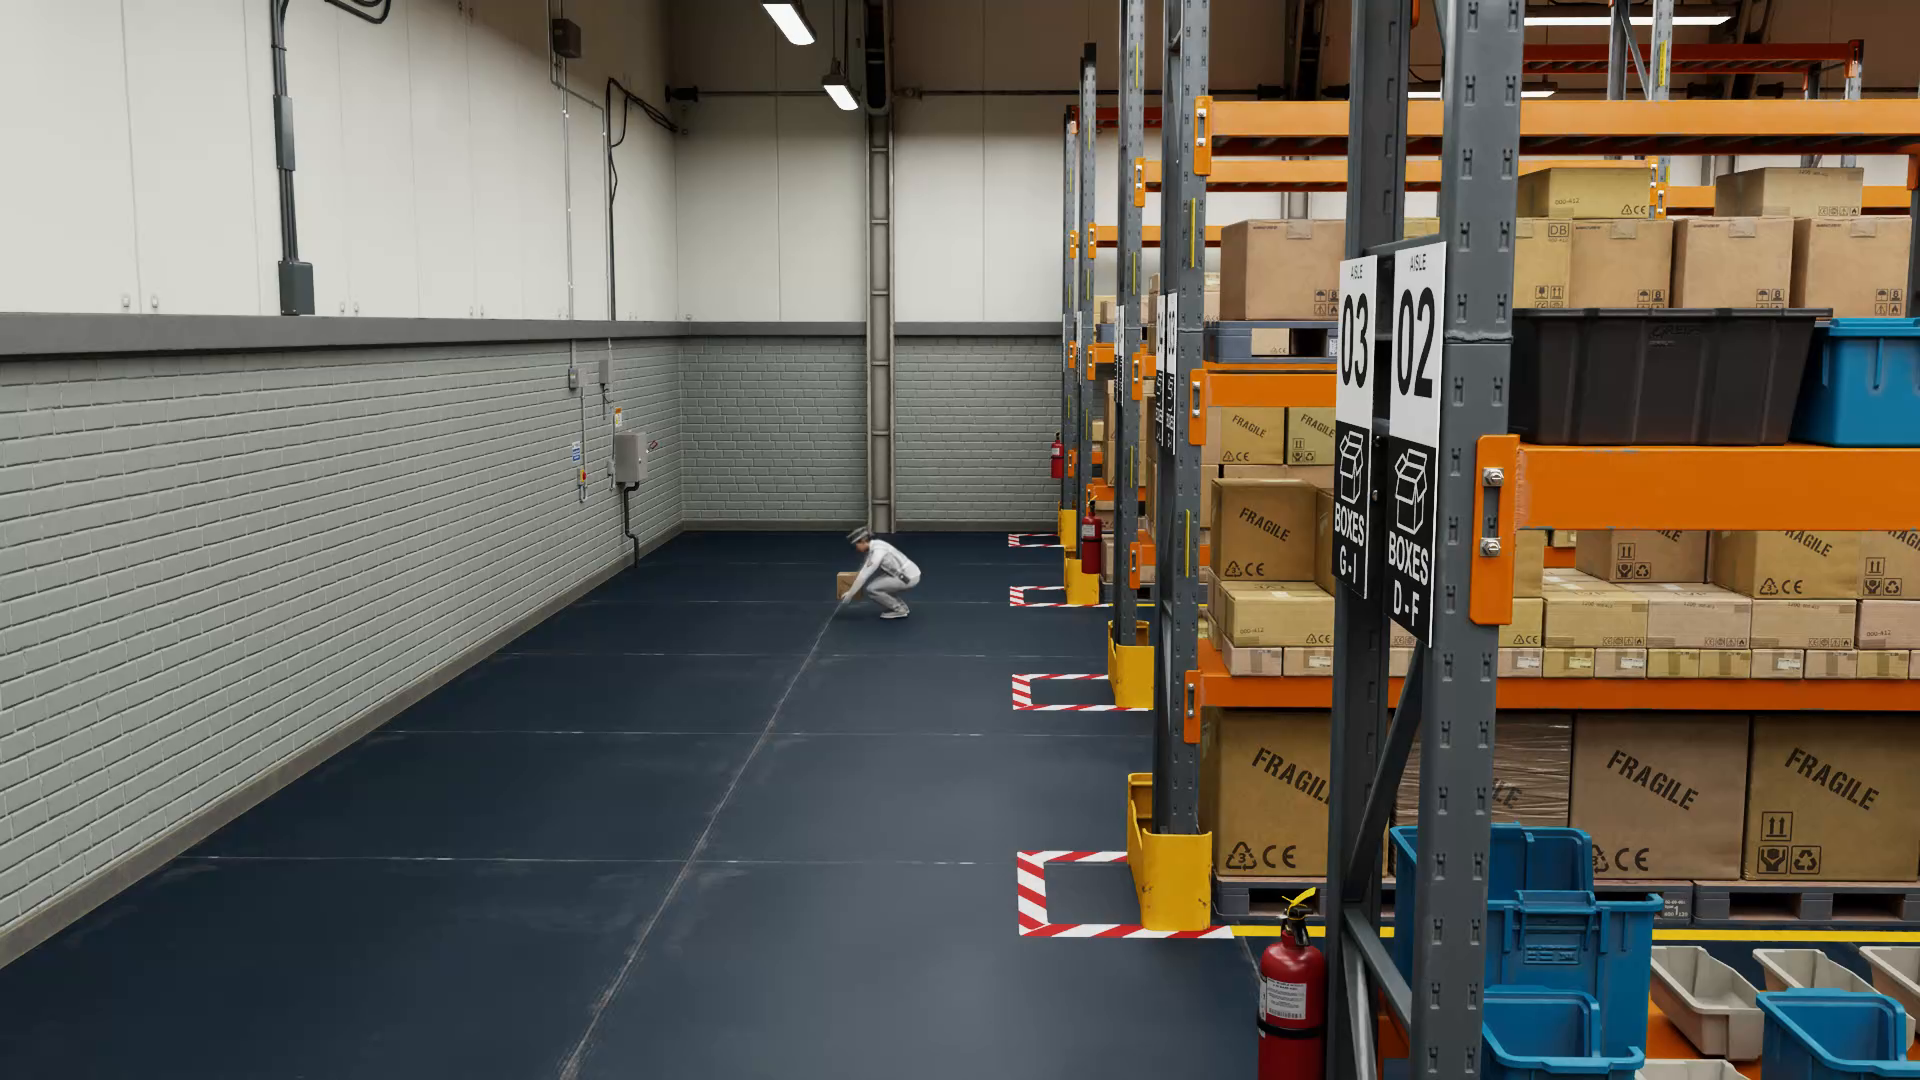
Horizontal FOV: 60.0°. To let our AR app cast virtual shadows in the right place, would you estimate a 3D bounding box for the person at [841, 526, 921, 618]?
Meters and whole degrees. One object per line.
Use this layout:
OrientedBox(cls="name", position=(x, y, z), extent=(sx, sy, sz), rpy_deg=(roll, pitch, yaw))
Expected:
OrientedBox(cls="person", position=(-0.832, 0.330, 17.473), extent=(0.834, 0.977, 0.469), rpy_deg=(0, 7, 0))
